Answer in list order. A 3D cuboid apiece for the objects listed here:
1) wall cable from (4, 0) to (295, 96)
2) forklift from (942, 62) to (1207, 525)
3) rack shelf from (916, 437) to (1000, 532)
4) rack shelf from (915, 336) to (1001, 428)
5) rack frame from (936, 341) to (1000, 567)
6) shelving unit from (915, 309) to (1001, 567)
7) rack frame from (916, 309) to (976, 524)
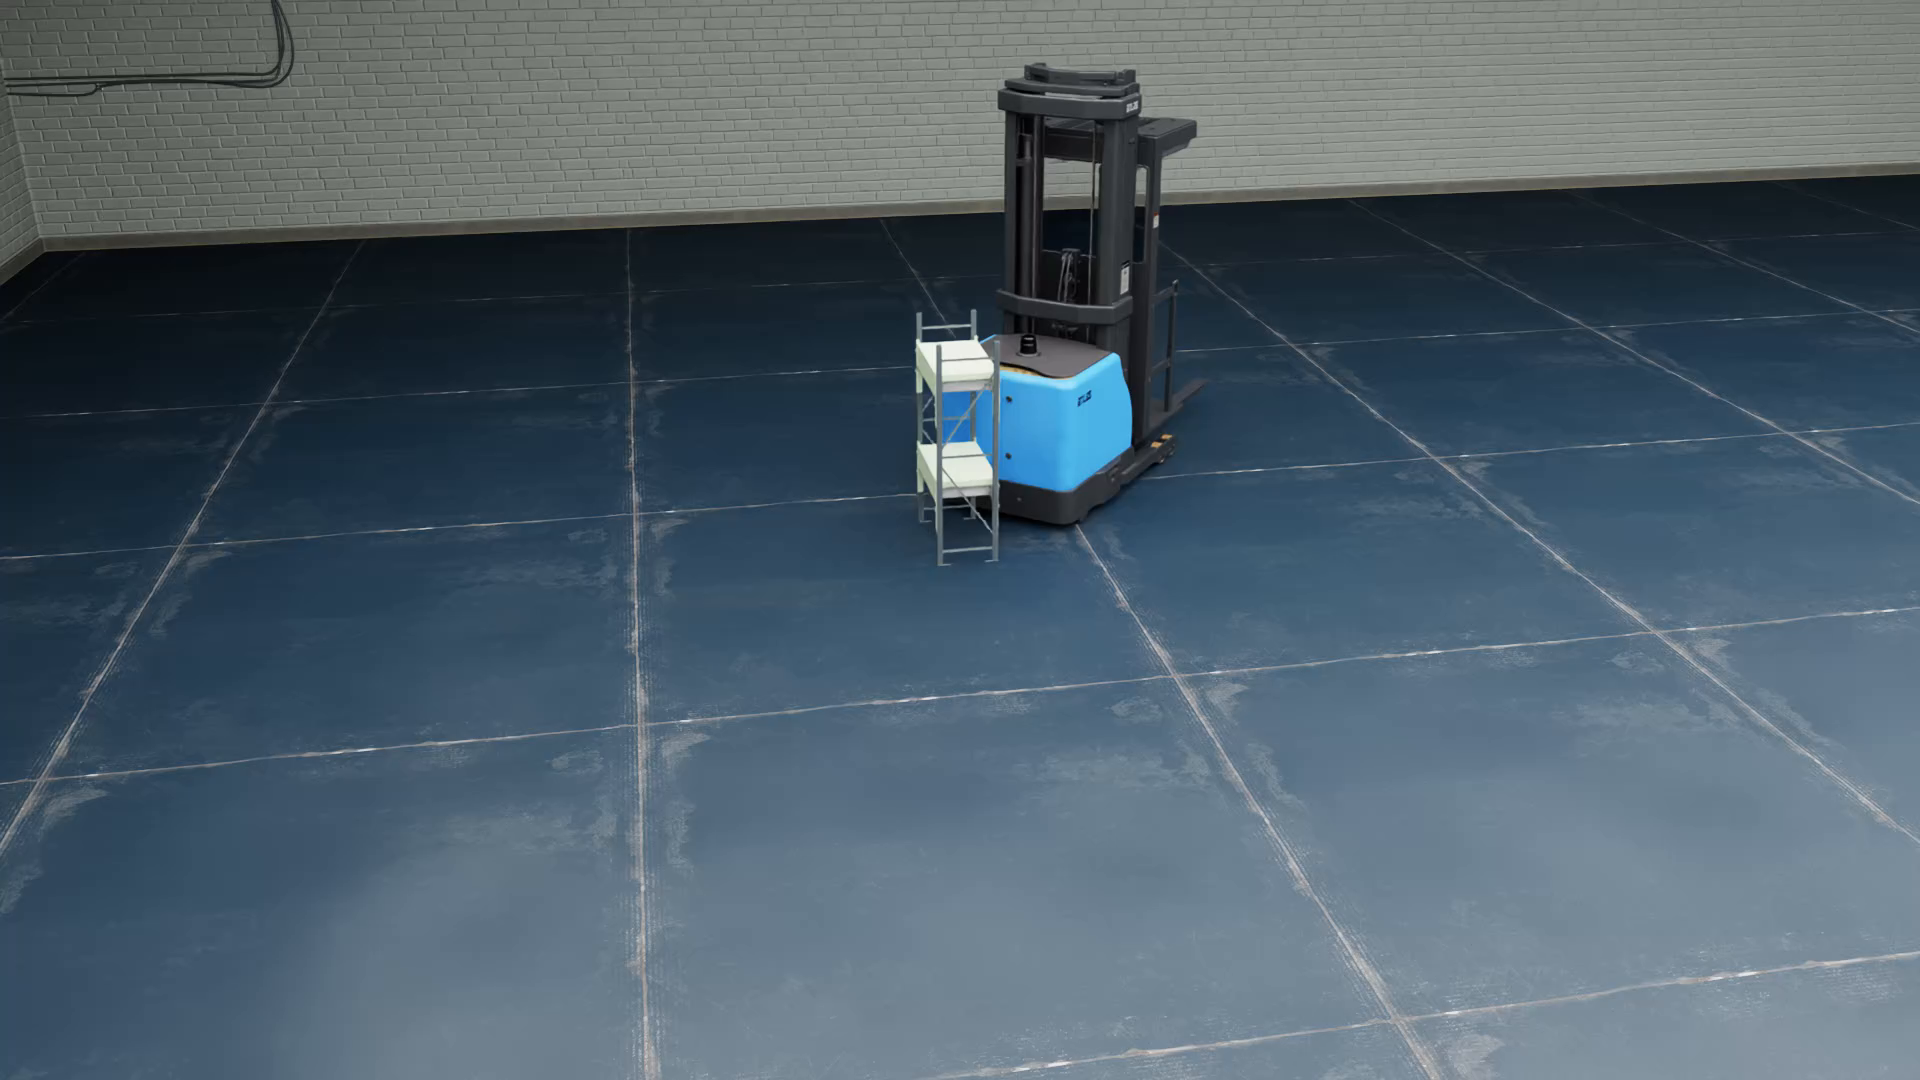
[{"bbox_3d":[-8.846,-6.032,17.697,3.097,2.526,0.112,-4,24,-10],"label":"wall cable"},{"bbox_3d":[1.012,-1.998,12.162,1.130,2.935,3.031,13,27,26],"label":"forklift"},{"bbox_3d":[-0.021,-0.375,11.050,0.431,0.370,0.720,-4,24,-10],"label":"rack shelf"},{"bbox_3d":[-0.021,-1.032,10.763,0.431,0.370,0.720,-4,24,-10],"label":"rack shelf"},{"bbox_3d":[0.049,-0.530,10.590,0.400,1.500,0.023,-4,24,-10],"label":"rack frame"},{"bbox_3d":[-0.021,-0.674,10.920,0.431,1.500,0.755,-4,24,-10],"label":"shelving unit"},{"bbox_3d":[-0.091,-0.818,11.249,0.400,1.500,0.023,-4,24,-10],"label":"rack frame"}]
